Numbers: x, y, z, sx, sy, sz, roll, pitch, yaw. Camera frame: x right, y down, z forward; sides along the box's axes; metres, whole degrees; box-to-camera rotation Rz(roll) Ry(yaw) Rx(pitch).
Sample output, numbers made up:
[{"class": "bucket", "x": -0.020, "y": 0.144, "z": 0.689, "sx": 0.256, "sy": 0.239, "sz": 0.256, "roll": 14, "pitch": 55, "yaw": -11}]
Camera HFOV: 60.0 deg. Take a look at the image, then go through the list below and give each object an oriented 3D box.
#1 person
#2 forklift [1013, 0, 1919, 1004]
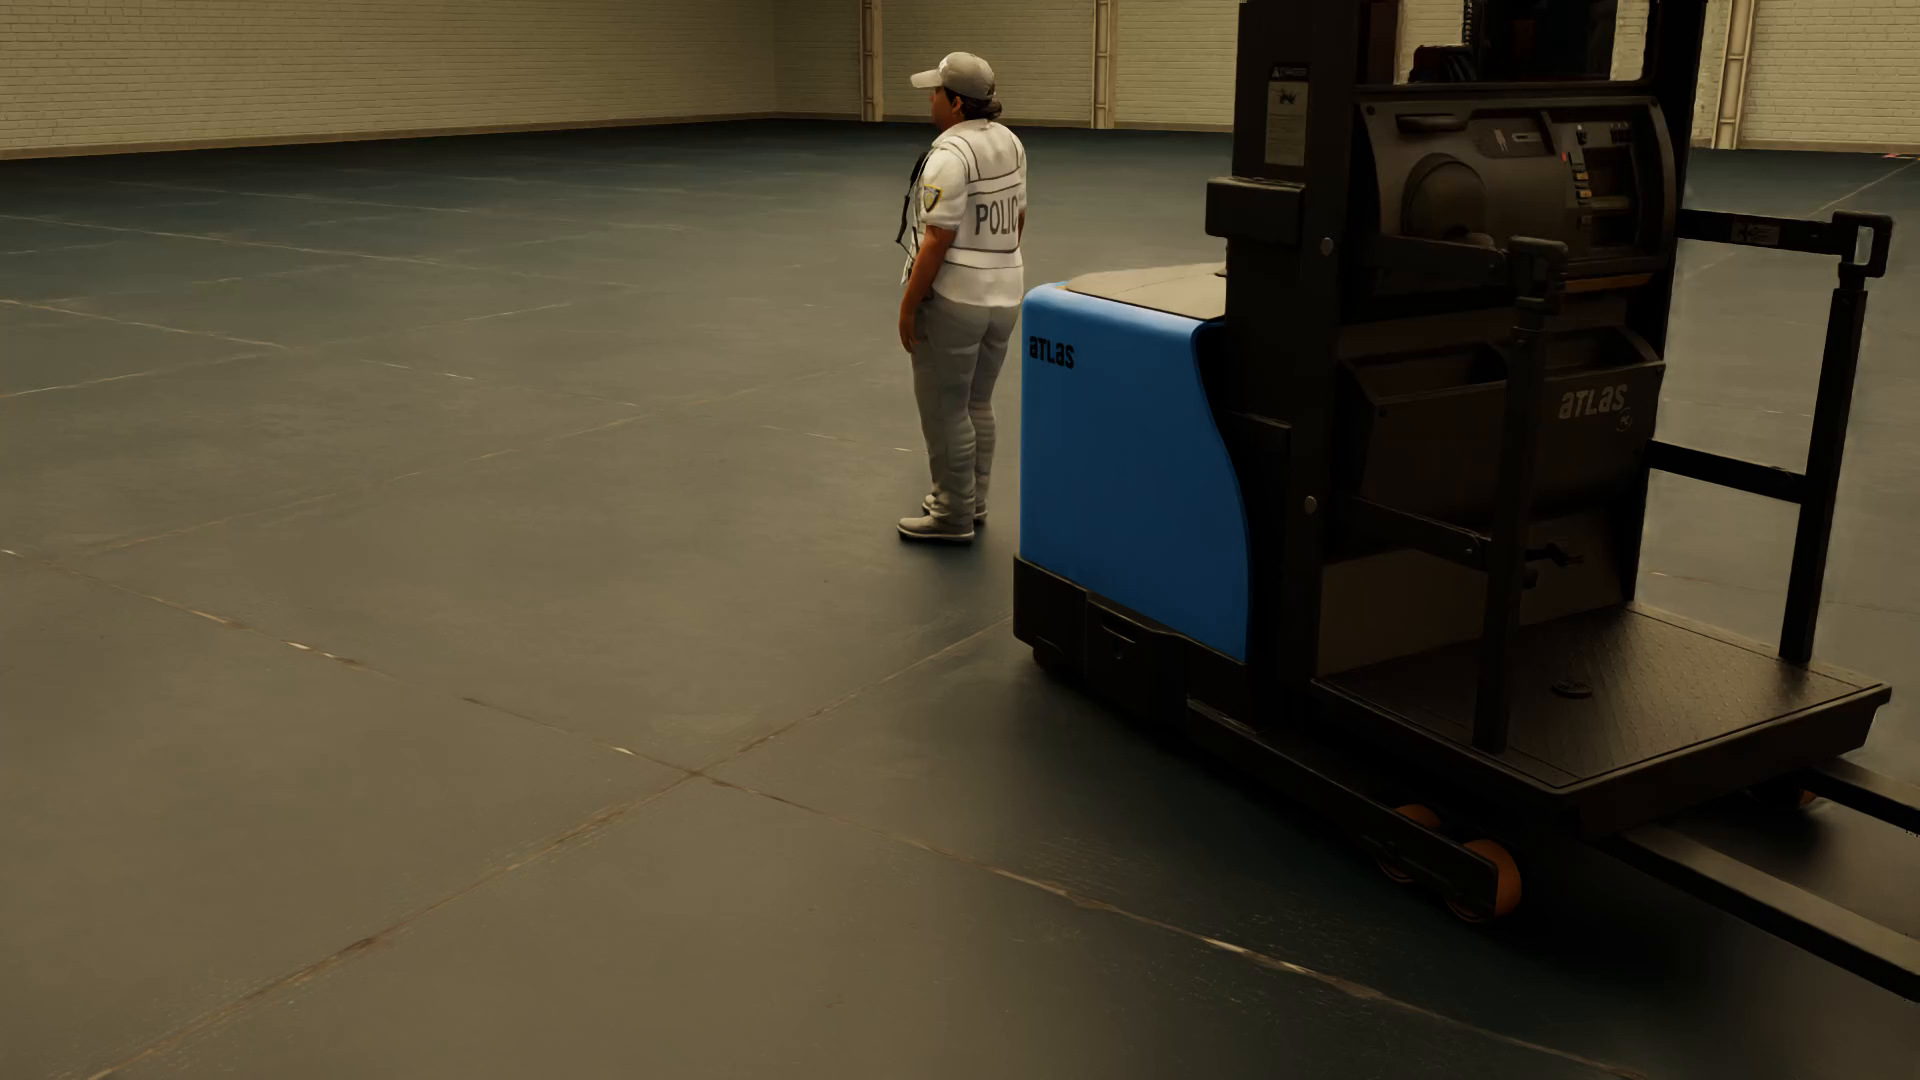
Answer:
[{"class": "person", "x": -0.050, "y": -0.823, "z": 5.767, "sx": 0.529, "sy": 1.670, "sz": 0.597, "roll": 11, "pitch": 20, "yaw": 33}, {"class": "forklift", "x": 1.338, "y": -0.781, "z": 3.444, "sx": 1.130, "sy": 2.935, "sz": 3.031, "roll": -10, "pitch": 19, "yaw": -29}]
